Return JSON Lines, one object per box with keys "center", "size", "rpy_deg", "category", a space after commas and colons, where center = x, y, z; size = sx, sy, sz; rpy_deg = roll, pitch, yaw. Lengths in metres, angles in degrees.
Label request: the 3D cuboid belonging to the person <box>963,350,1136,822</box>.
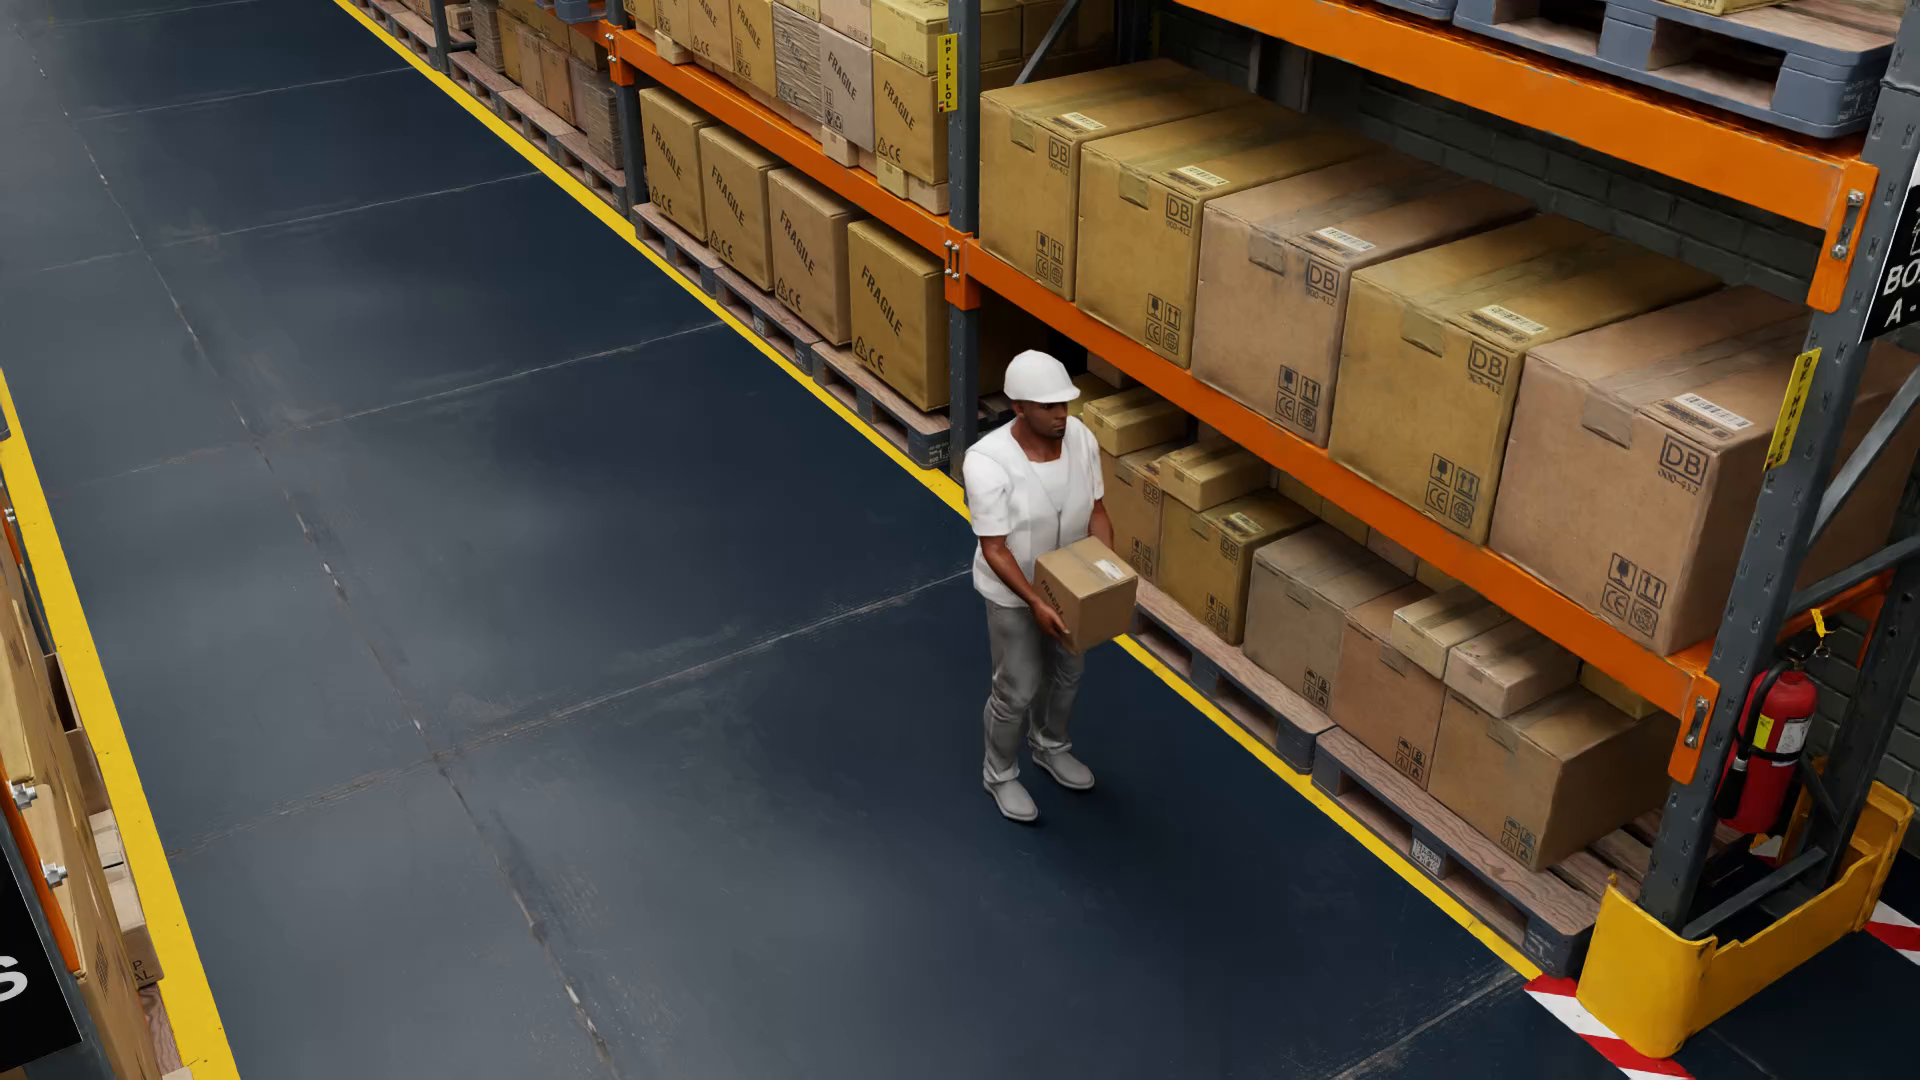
{"center": [0.318, 0.198, 5.803], "size": [0.535, 1.768, 0.560], "rpy_deg": [-20, 38, -28], "category": "person"}
